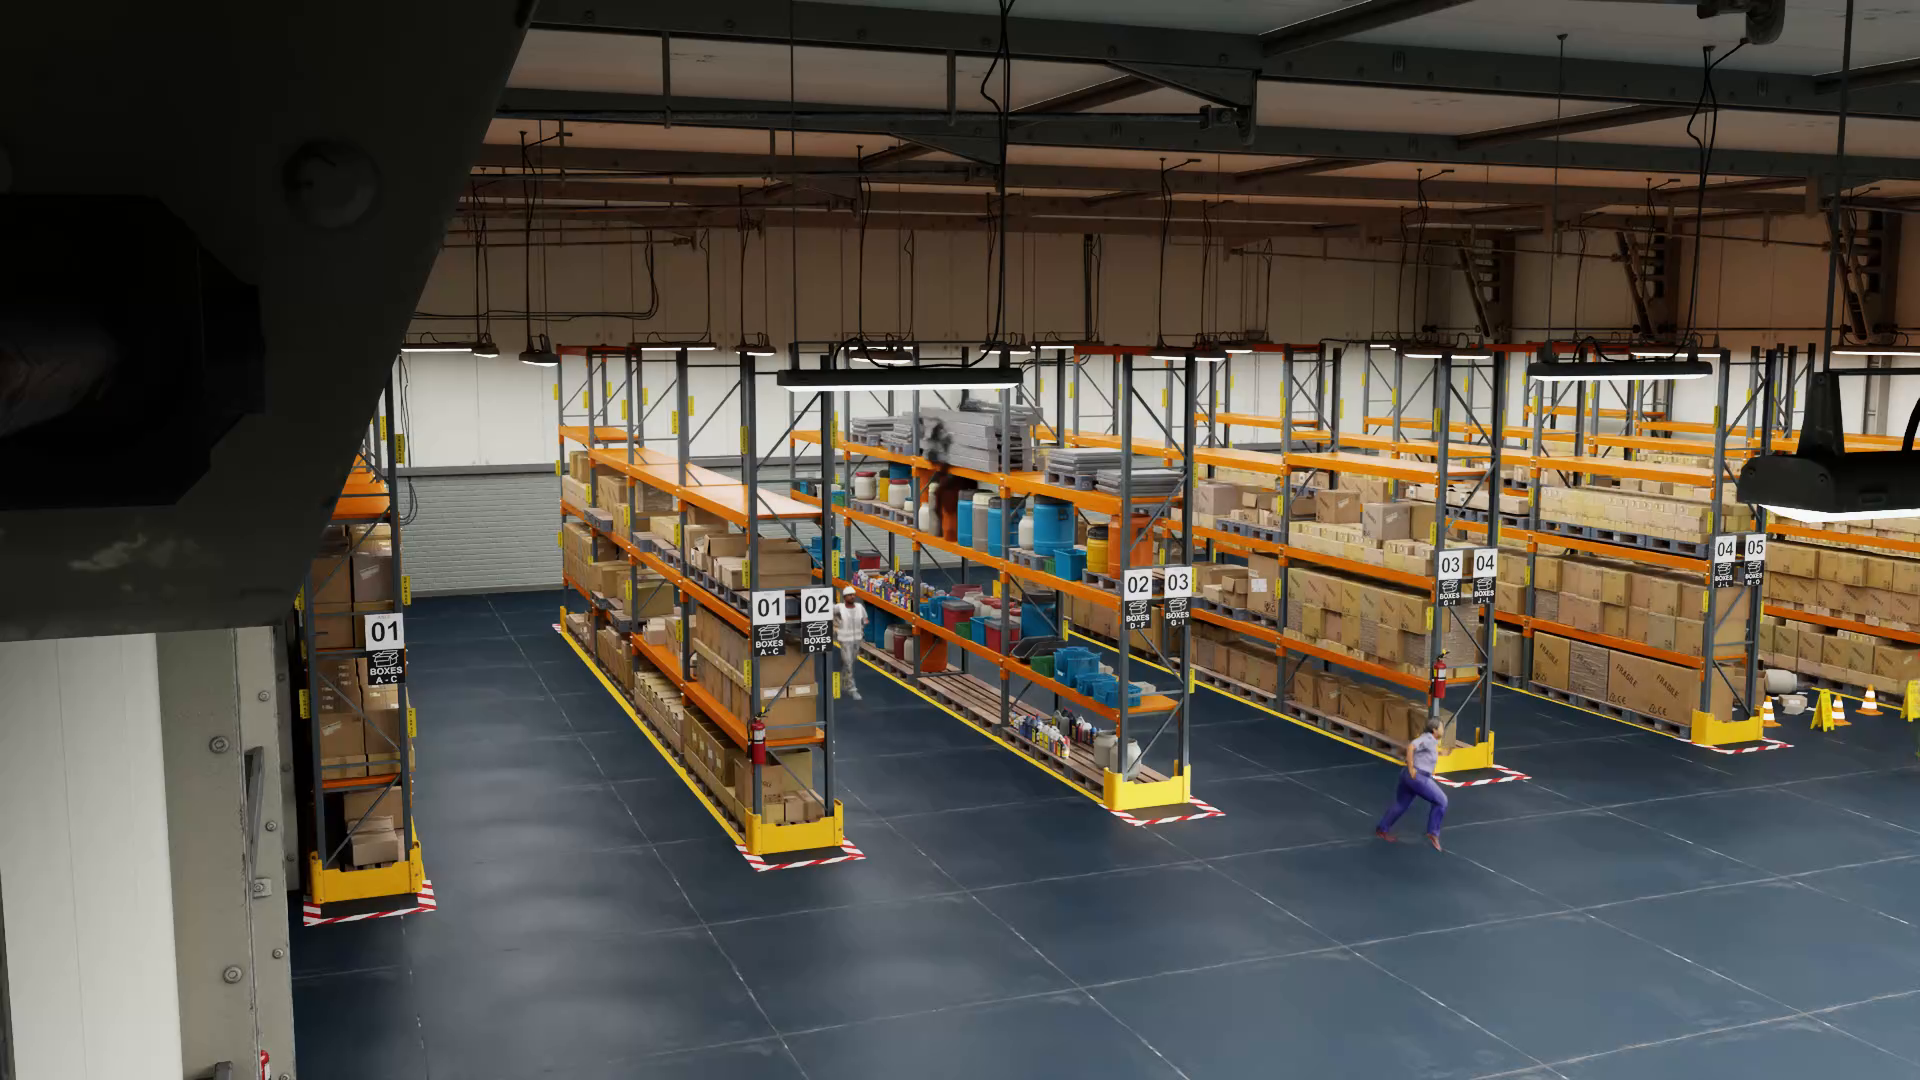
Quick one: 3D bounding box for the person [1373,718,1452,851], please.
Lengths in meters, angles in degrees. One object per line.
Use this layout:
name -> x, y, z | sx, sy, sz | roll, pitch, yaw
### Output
person -> 5.546, 2.979, 20.307 | 0.898, 1.636, 0.599 | 0, 7, 3

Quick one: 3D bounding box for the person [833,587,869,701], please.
person -> -1.795, 1.664, 27.288 | 0.675, 1.808, 0.890 | -5, 9, -34
